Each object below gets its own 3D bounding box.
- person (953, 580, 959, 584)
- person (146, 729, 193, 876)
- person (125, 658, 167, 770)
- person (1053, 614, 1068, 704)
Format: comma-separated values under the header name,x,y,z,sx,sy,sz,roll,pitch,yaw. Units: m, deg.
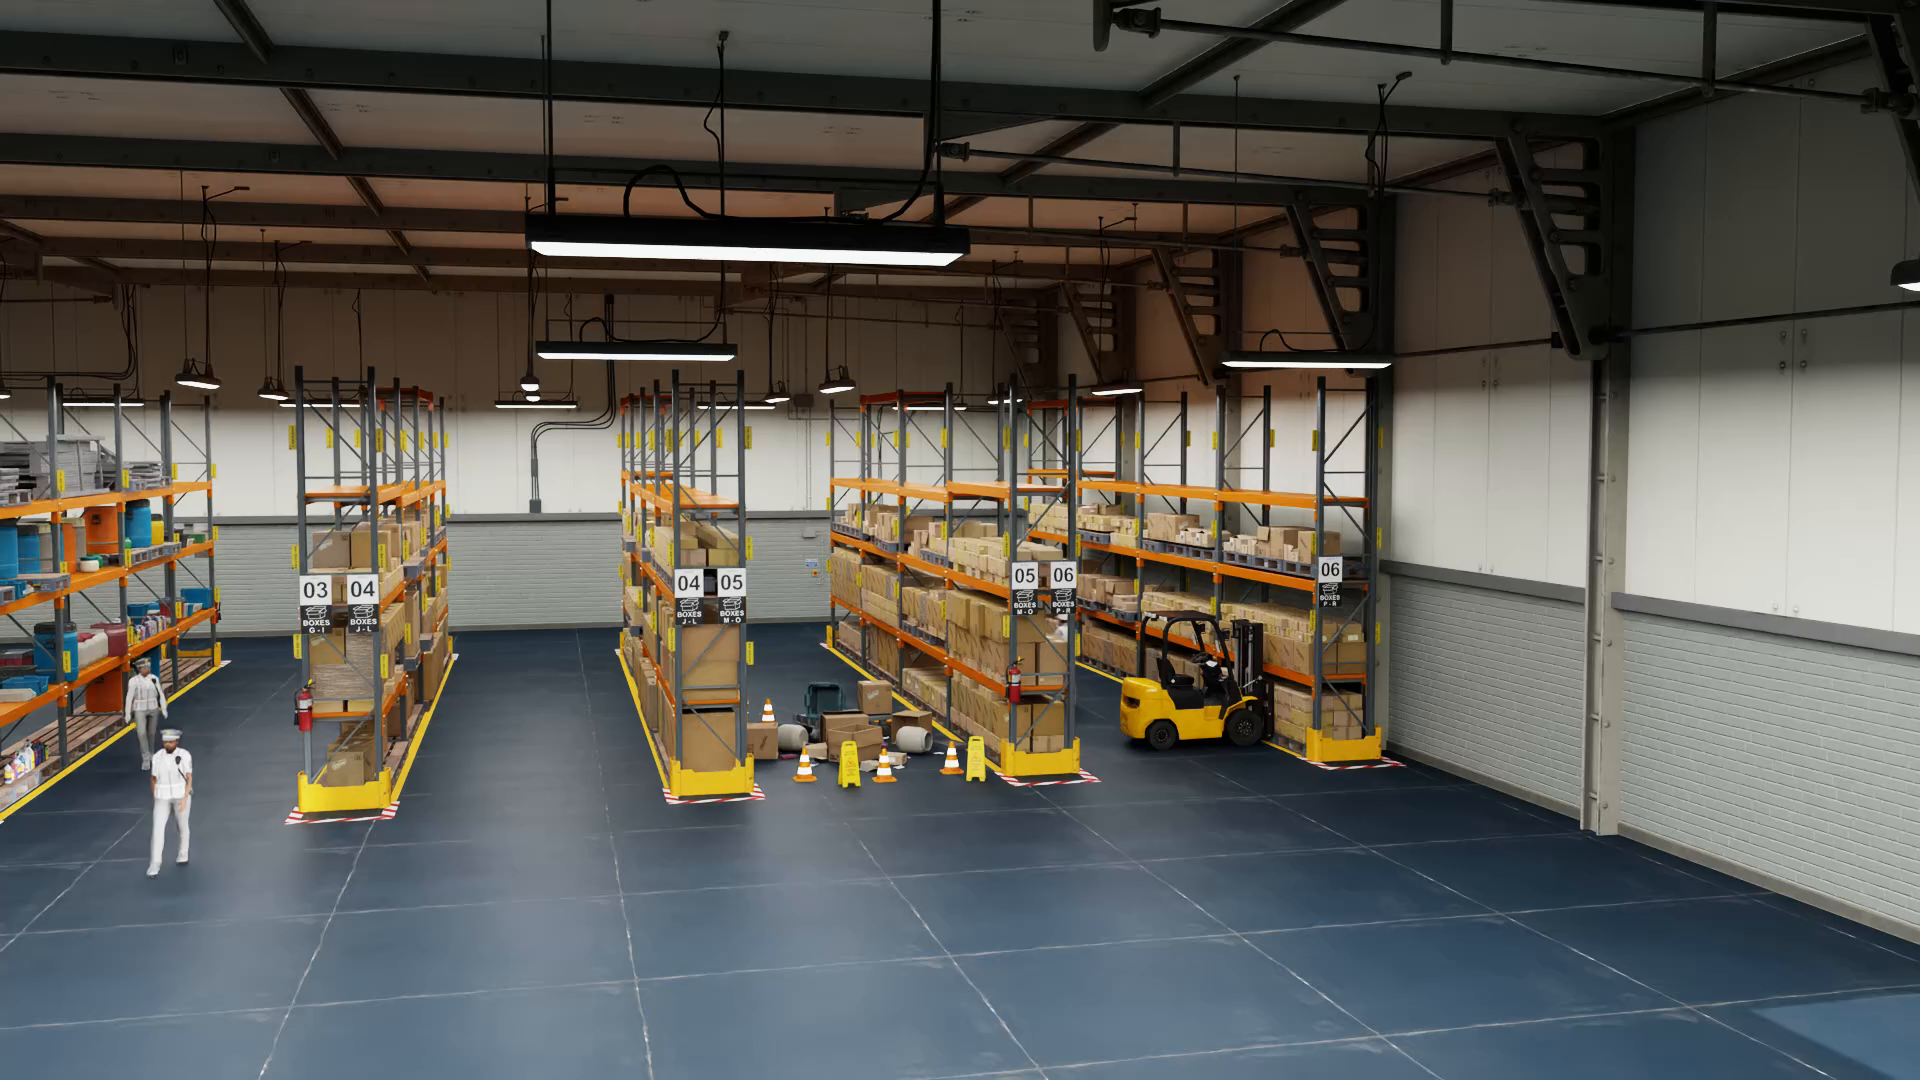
name,x,y,z,sx,sy,sz,roll,pitch,yaw
person,-0.201,1.569,42.731,0.788,1.749,0.543,-1,4,-15
person,-9.191,3.008,19.347,0.477,1.633,0.946,-1,4,-21
person,-12.529,2.640,25.618,0.586,1.644,0.921,-2,4,-35
person,1.957,2.242,31.598,0.567,1.800,0.390,-3,5,-41
